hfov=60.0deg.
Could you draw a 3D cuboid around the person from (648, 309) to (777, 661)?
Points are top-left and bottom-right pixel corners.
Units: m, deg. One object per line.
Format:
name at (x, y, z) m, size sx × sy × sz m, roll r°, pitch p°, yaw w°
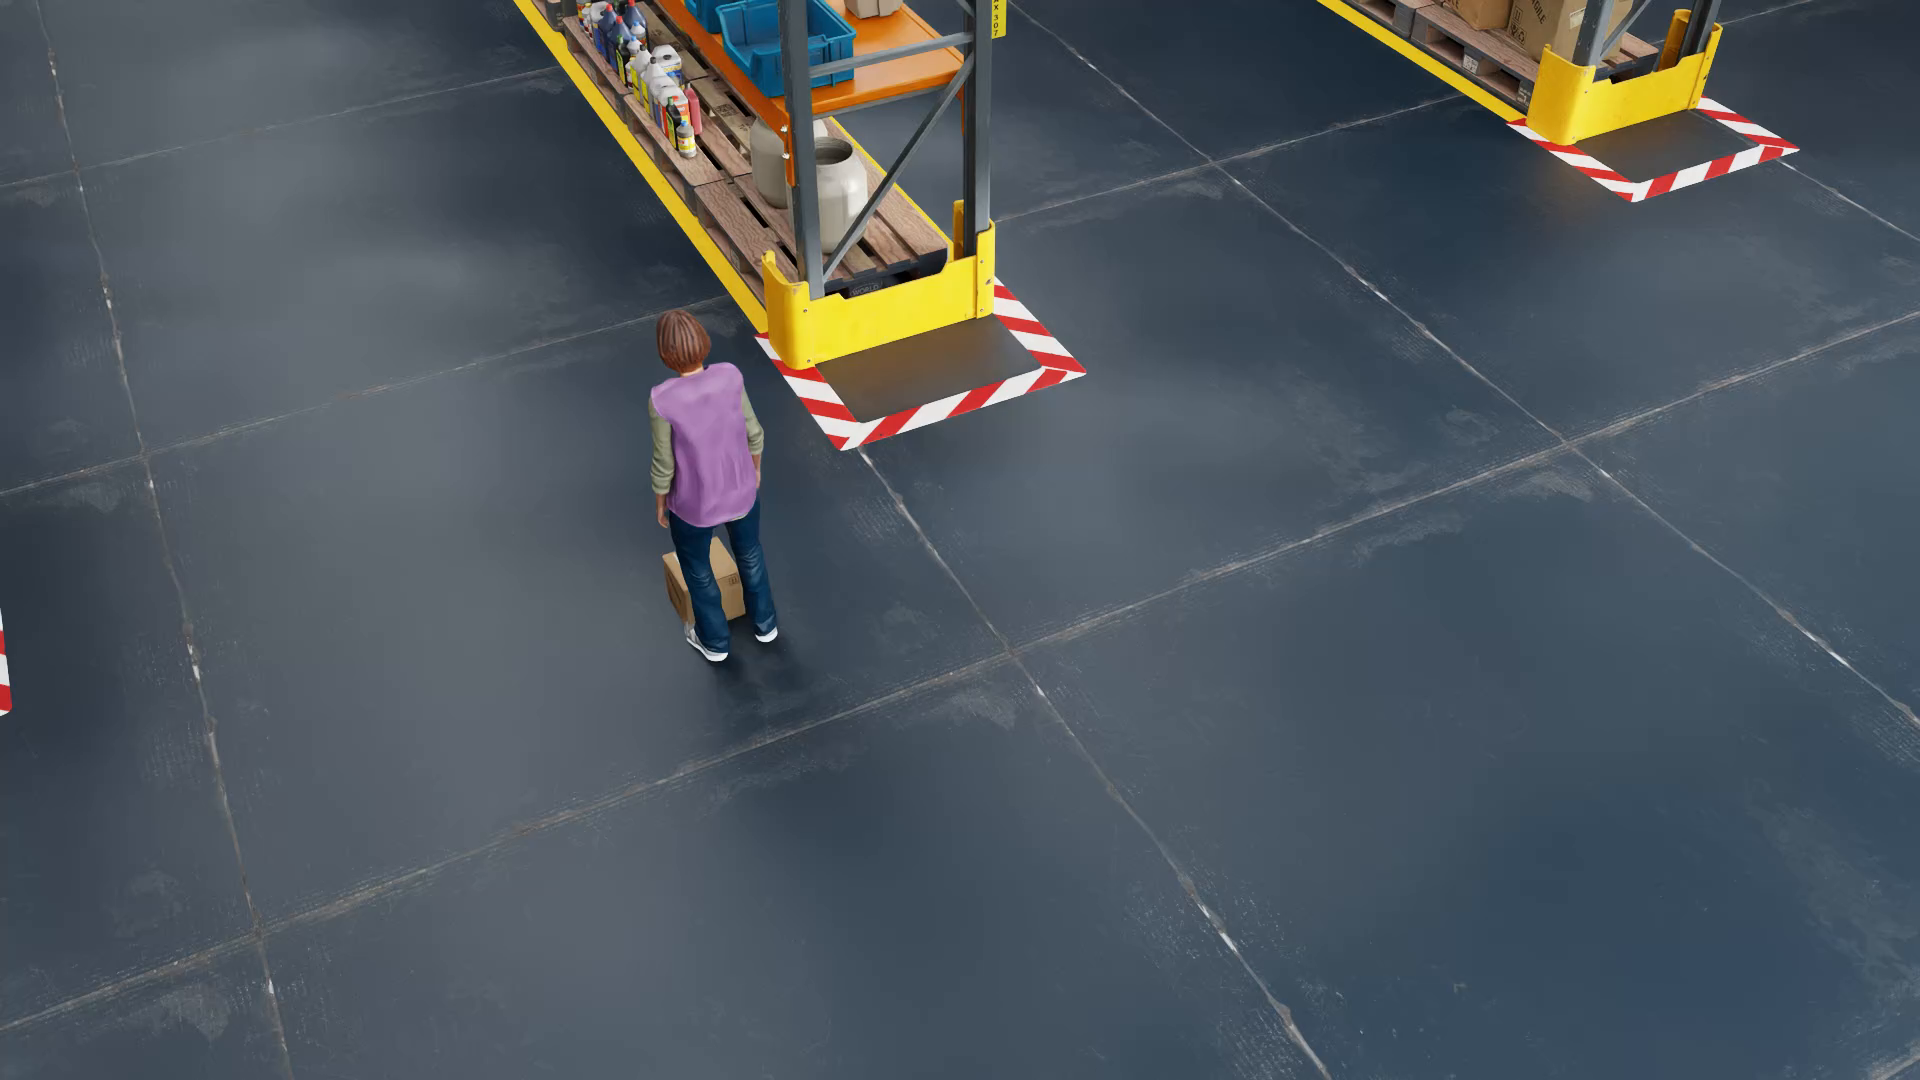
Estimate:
person at (-0.950, -0.173, 6.362) m, size 0.464 × 1.591 × 0.343 m, roll -21°, pitch 46°, yaw -22°
